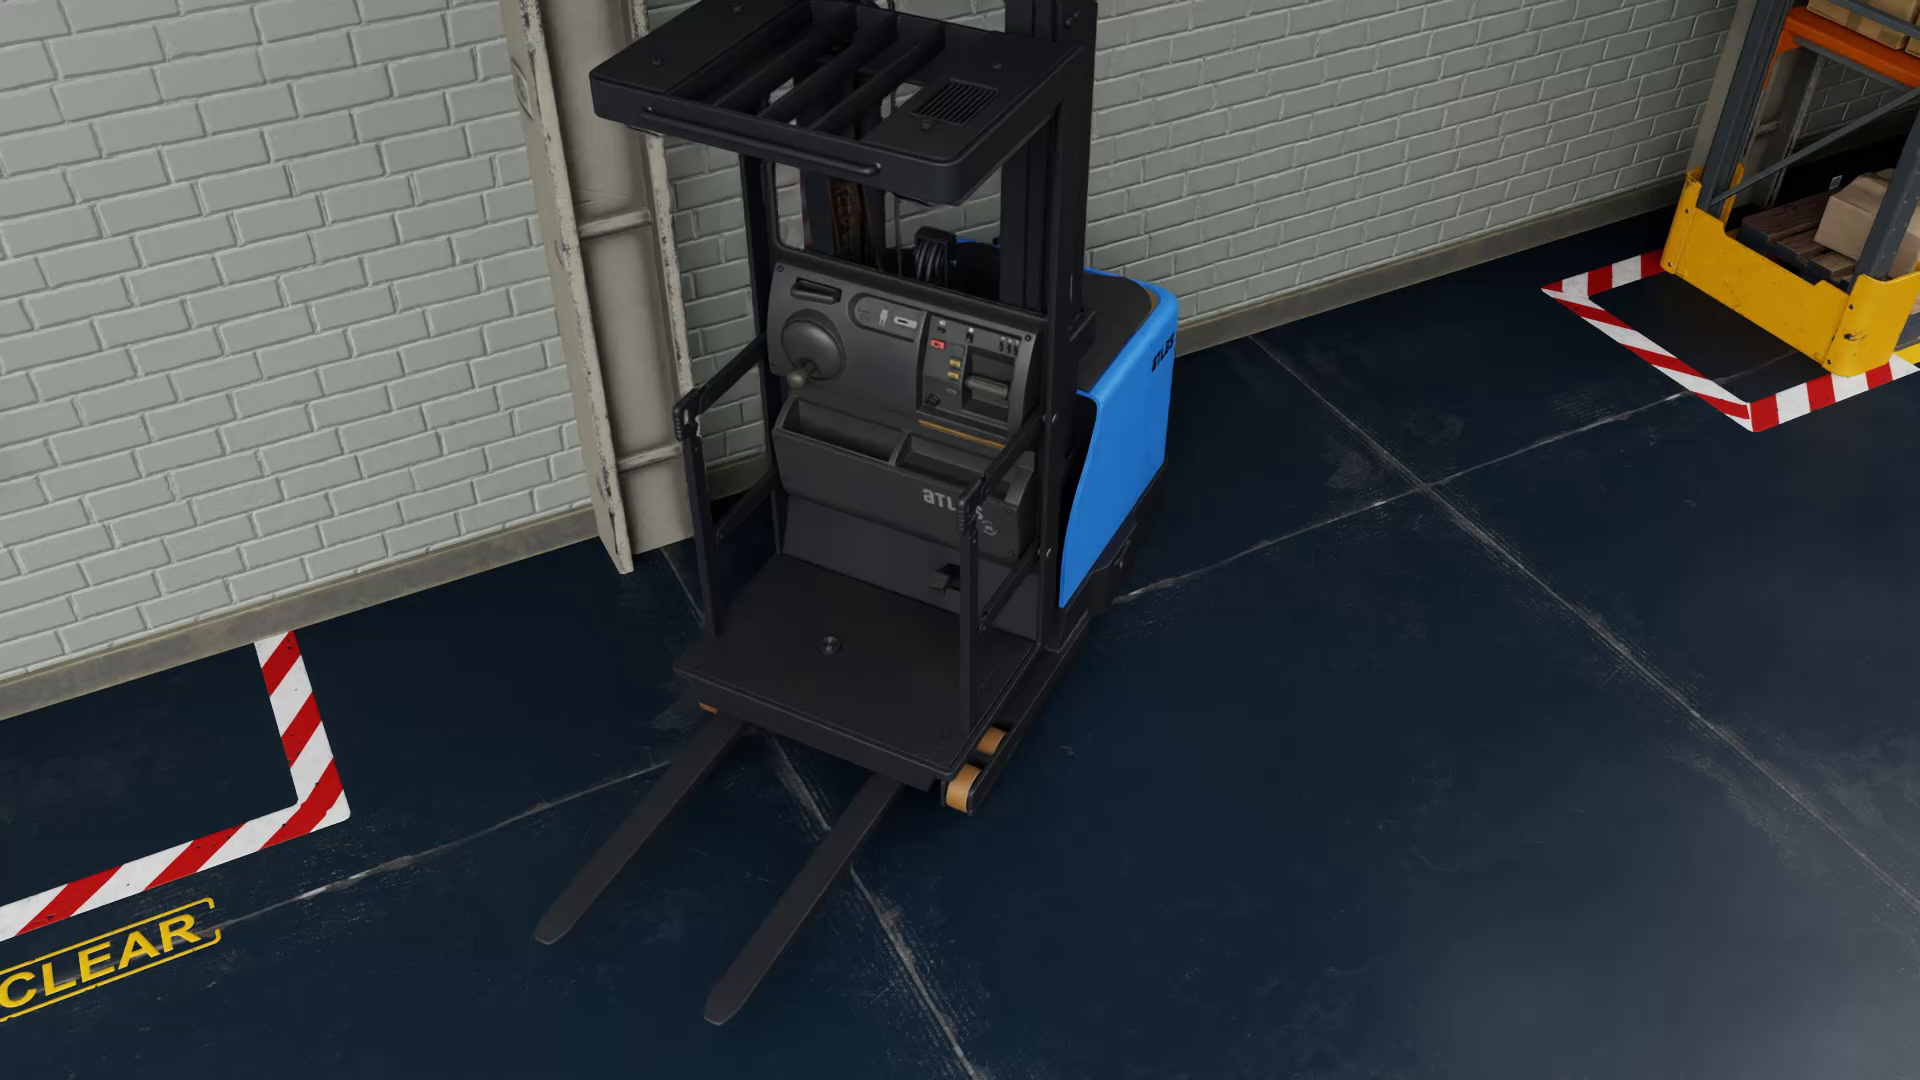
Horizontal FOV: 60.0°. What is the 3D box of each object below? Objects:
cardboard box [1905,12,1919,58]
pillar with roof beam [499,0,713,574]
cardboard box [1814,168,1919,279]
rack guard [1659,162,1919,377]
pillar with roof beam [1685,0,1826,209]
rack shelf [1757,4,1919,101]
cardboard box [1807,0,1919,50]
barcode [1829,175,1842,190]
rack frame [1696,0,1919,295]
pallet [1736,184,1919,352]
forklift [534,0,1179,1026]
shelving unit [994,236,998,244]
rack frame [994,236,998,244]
[{"bbox_3d":[4.441,-2.155,7.075,0.500,0.250,0.500,-20,44,-22],"label":"cardboard box"},{"bbox_3d":[0.750,-0.978,0.940,0.400,9.000,9.100,-19,44,-21],"label":"pillar with roof beam"},{"bbox_3d":[4.517,-1.537,7.985,0.500,0.311,0.500,-24,46,-25],"label":"cardboard box"},{"bbox_3d":[3.929,-1.309,7.910,0.348,0.500,1.175,-19,44,-21],"label":"rack guard"},{"bbox_3d":[6.072,-2.768,3.055,0.400,9.000,9.100,-19,44,-21],"label":"pillar with roof beam"},{"bbox_3d":[5.636,-2.563,8.013,4.000,0.370,1.077,-19,44,-21],"label":"rack shelf"},{"bbox_3d":[4.187,-2.442,7.414,0.500,0.250,0.500,-18,43,-20],"label":"cardboard box"},{"bbox_3d":[4.348,-1.775,8.259,0.075,0.075,0.001,-19,44,-21],"label":"barcode"},{"bbox_3d":[3.862,-2.241,7.076,0.127,3.000,1.000,-19,44,-21],"label":"rack frame"},{"bbox_3d":[4.666,-1.421,8.266,1.213,0.211,1.003,-19,44,-21],"label":"pallet"},{"bbox_3d":[-0.292,-0.526,5.103,1.130,2.935,3.031,18,44,20],"label":"forklift"},{"bbox_3d":[0.287,-0.821,6.908,0.215,1.050,0.252,25,46,27],"label":"shelving unit"},{"bbox_3d":[0.215,-0.757,6.832,0.200,1.050,0.008,25,46,27],"label":"rack frame"}]
